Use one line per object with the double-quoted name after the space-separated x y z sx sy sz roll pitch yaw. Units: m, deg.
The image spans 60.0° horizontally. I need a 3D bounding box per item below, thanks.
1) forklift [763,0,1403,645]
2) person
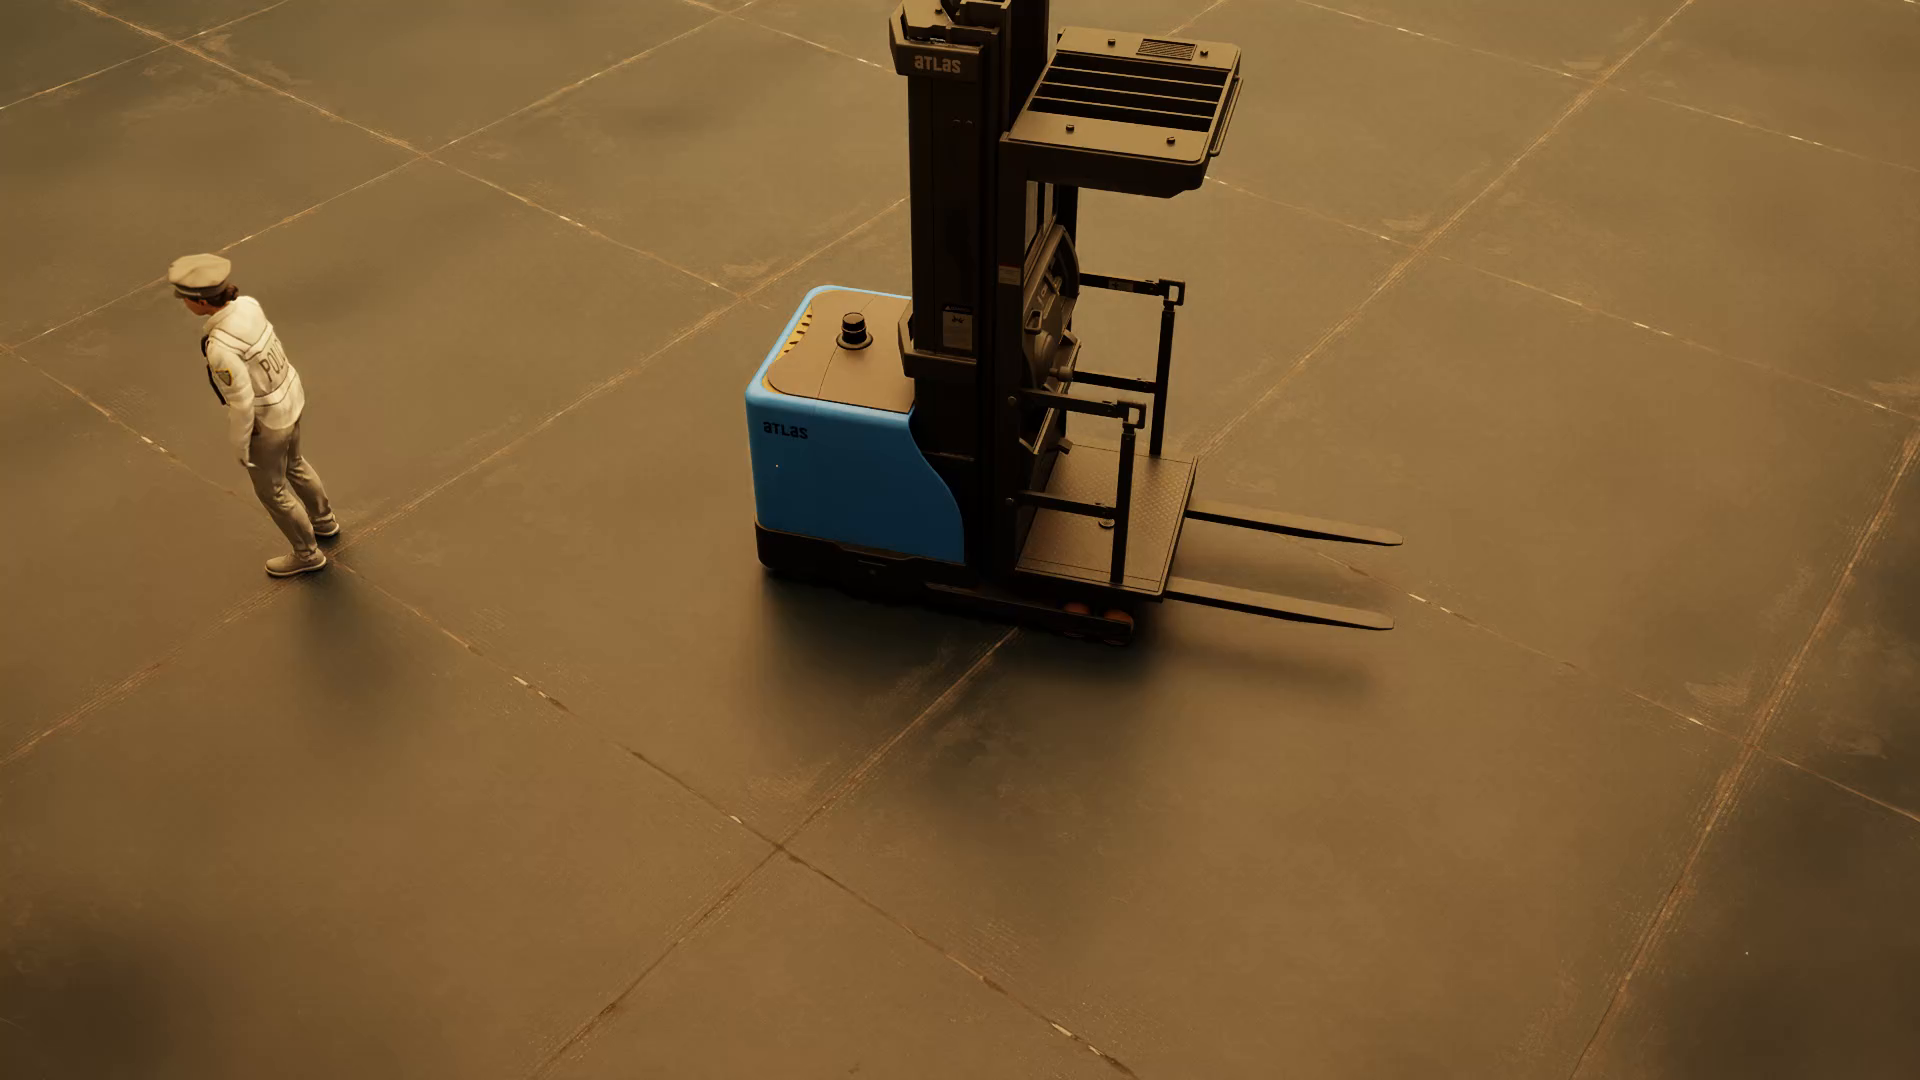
0.586 -1.009 7.257 3.031 2.935 1.121 10 41 12 "forklift"
-3.237 -0.568 7.719 0.374 1.664 0.528 0 40 0 "person"
